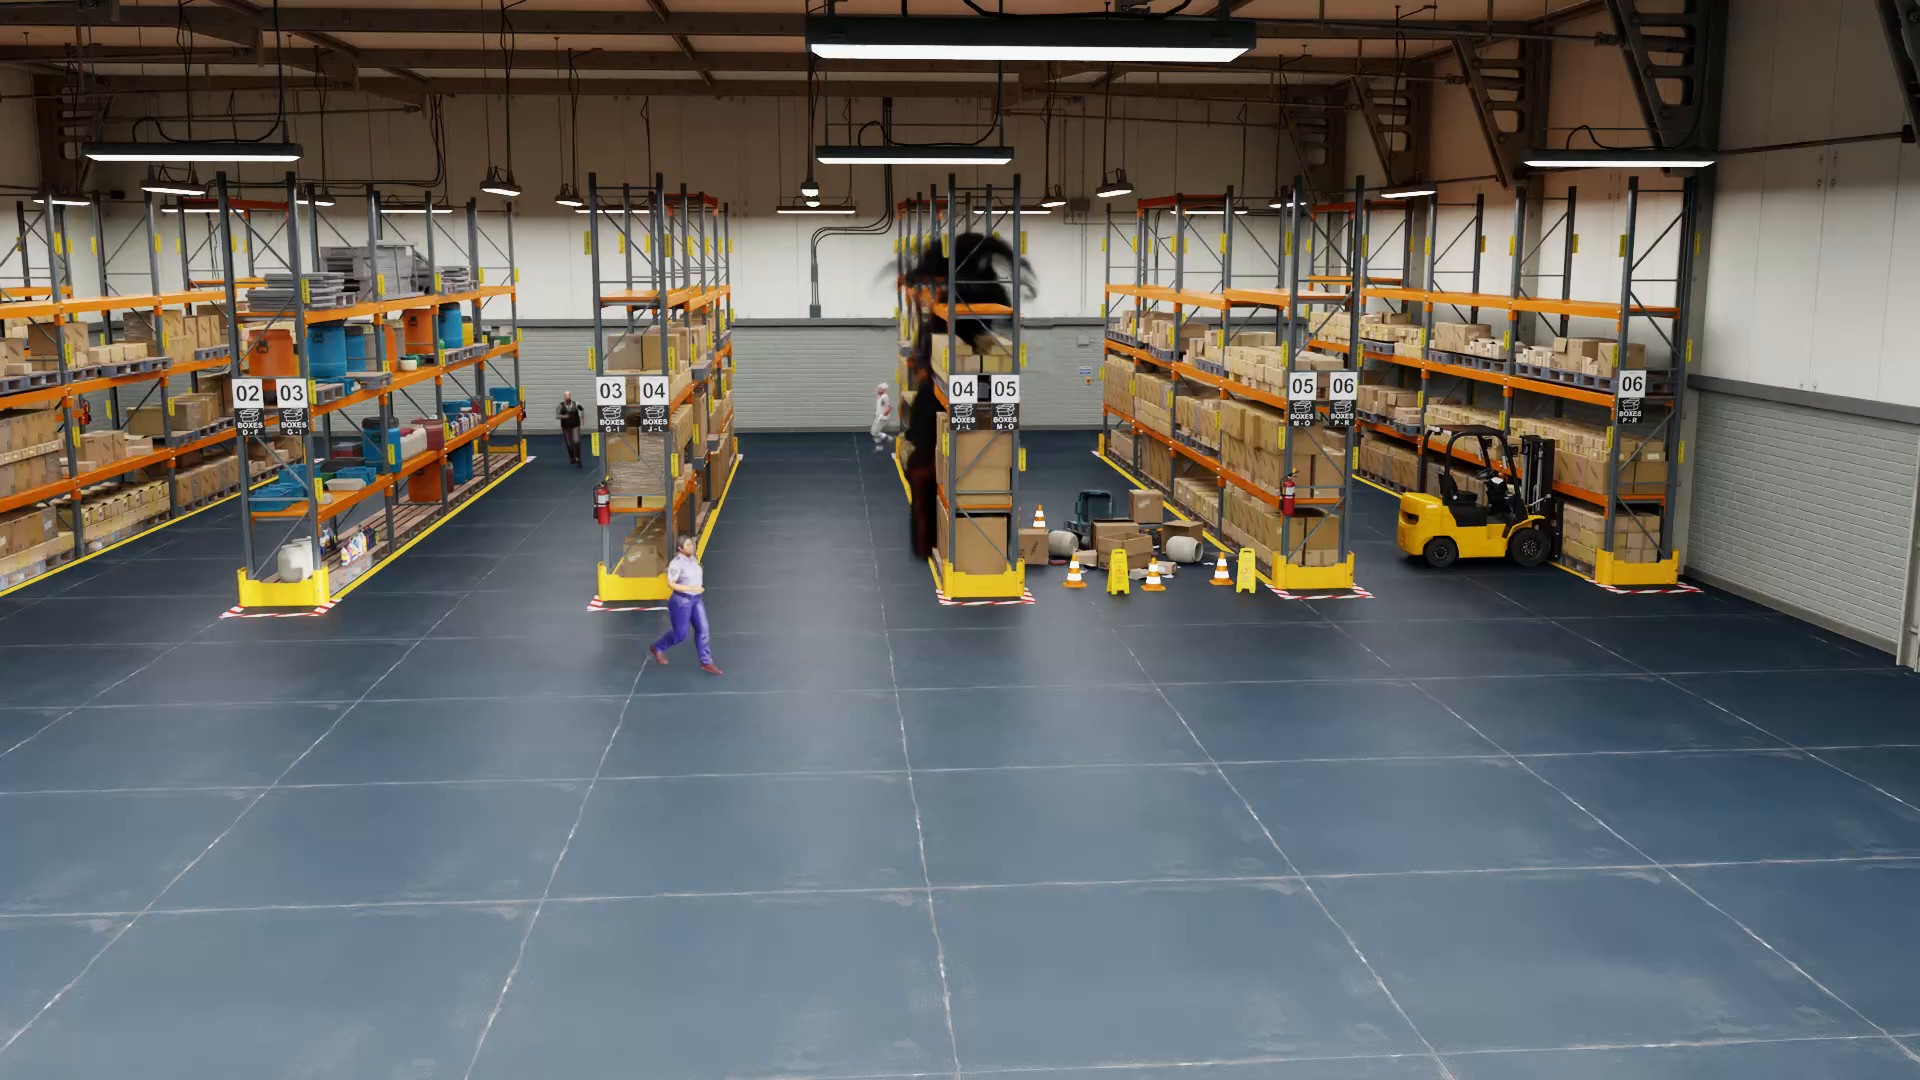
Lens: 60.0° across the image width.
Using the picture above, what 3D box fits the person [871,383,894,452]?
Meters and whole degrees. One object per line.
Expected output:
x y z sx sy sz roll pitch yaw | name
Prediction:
-1.881 -2.973 40.665 0.573 1.722 0.700 -3 10 -15 | person

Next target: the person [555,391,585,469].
-8.916 -2.526 38.058 0.638 1.765 0.738 -1 10 -7 | person

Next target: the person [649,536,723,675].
-3.257 0.761 19.646 0.931 1.649 0.611 5 11 25 | person
